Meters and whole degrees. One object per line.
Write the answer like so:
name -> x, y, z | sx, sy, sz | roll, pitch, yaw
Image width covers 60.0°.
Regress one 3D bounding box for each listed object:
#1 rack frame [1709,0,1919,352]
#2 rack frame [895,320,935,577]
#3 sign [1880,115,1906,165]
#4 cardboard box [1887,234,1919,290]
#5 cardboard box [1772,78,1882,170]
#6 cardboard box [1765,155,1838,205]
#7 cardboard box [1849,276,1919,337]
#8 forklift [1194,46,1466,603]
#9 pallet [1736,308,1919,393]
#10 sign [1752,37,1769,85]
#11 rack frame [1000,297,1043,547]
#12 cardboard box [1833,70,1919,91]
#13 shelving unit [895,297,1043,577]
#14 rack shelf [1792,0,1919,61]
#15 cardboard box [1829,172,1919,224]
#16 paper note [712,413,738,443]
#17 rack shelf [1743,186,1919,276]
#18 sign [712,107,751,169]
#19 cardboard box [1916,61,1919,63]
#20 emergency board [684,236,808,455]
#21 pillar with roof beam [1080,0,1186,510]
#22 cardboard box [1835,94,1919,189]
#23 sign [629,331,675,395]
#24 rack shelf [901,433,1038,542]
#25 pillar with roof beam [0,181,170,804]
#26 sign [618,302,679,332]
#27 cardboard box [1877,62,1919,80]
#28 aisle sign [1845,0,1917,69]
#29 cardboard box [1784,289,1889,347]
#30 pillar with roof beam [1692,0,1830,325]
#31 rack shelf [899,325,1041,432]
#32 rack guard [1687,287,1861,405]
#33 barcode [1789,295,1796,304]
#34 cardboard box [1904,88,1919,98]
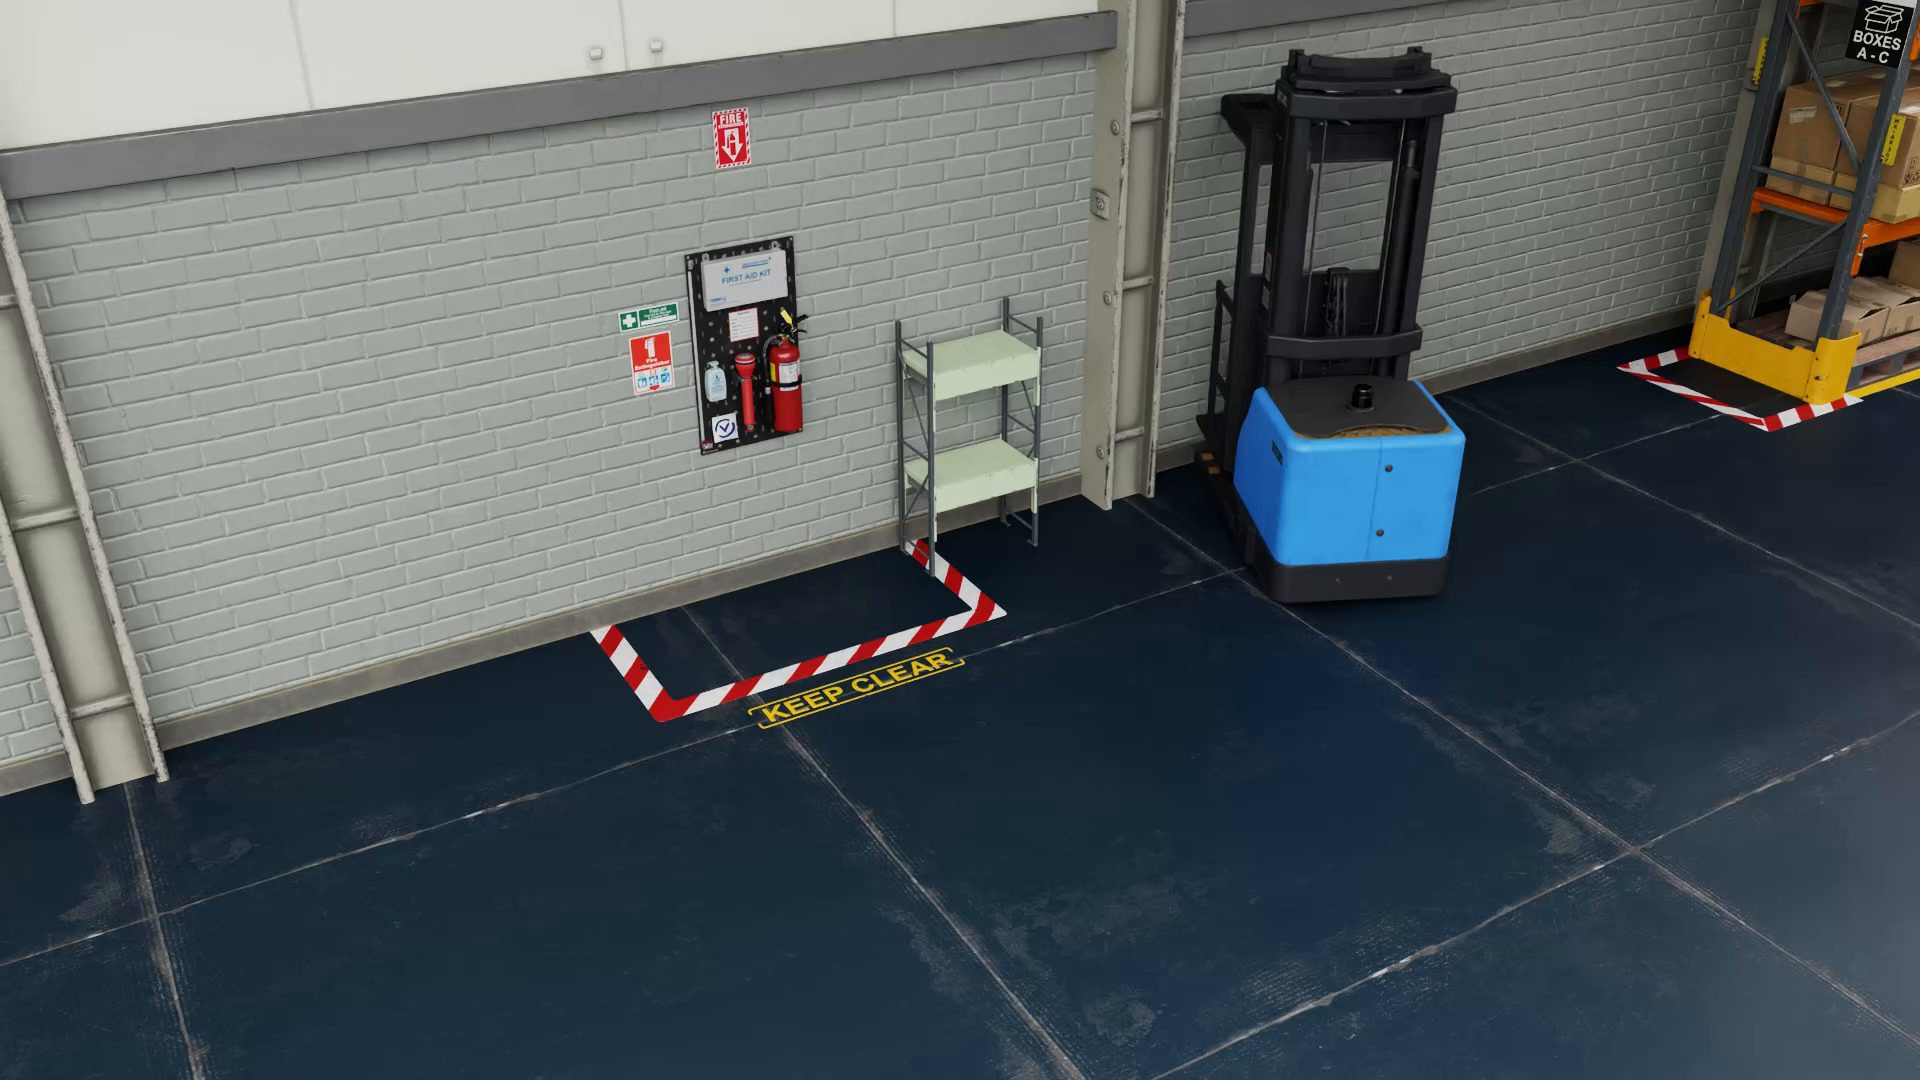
rack frame -> 6.033, -2.553, 11.870 | 0.127, 3.000, 1.000 | -16, 33, -26
rack frame -> -0.261, -0.519, 9.735 | 0.023, 1.500, 0.400 | -16, 33, -27
sign -> 6.308, -2.706, 11.252 | 0.005, 0.325, 0.100 | -16, 33, -26
cardboard box -> 7.825, -2.082, 13.147 | 0.500, 0.500, 0.700 | -18, 34, -29
cardboard box -> 6.332, -3.029, 12.090 | 0.500, 0.500, 0.500 | -16, 33, -27
cardboard box -> 6.338, -2.692, 12.255 | 0.500, 0.250, 0.500 | -15, 32, -26
cardboard box -> 7.167, -1.840, 12.905 | 0.500, 0.311, 0.500 | -13, 31, -22
forklift -> 2.164, -1.607, 10.226 | 1.130, 2.935, 3.031 | -3, 29, -5
pallet -> 6.817, -1.535, 12.911 | 1.213, 0.211, 1.003 | -16, 33, -26
sign -> 5.769, -3.435, 11.942 | 0.005, 0.325, 0.100 | -16, 33, -26
rack frame -> 0.367, -0.700, 10.065 | 0.023, 1.500, 0.400 | -16, 33, -27
cardboard box -> 6.771, -3.148, 12.306 | 0.500, 0.500, 0.500 | -15, 32, -26
shelving unit -> 0.053, -0.609, 9.900 | 0.755, 1.500, 0.431 | -16, 33, -27
rack shelf -> 7.758, -4.041, 12.206 | 4.000, 0.370, 1.077 | -16, 33, -26
cardboard box -> 6.615, -2.484, 11.878 | 0.500, 0.250, 0.500 | -17, 33, -28
paper note -> -1.312, -0.627, 9.292 | 0.142, 0.148, 0.016 | -16, 33, -26
rack shelf -> 7.758, -2.728, 12.931 | 4.000, 0.370, 1.077 | -16, 33, -26
sign -> -1.182, -2.082, 8.617 | 0.199, 0.298, 0.001 | -16, 33, -26
cardboard box -> 7.649, -3.399, 12.762 | 0.500, 0.500, 0.500 | -15, 32, -26
emergency board -> -1.124, -1.027, 9.105 | 0.643, 1.169, 0.194 | -16, 33, -26
pillar with roof beam -> 3.207, -2.449, 5.473 | 0.400, 9.000, 9.100 | -16, 33, -26
cardboard box -> 6.597, -2.816, 11.705 | 0.500, 0.500, 0.500 | -16, 33, -26
sign -> -1.653, -0.950, 8.929 | 0.234, 0.329, 0.001 | -16, 33, -26
rack shelf -> 0.053, -0.324, 10.058 | 0.720, 0.370, 0.431 | -16, 33, -27
pillar with roof beam -> -1.966, -0.981, 2.812 | 0.400, 9.000, 9.100 | -16, 33, -26
sign -> -1.645, -1.180, 8.796 | 0.331, 0.109, 0.001 | -16, 33, -26
cardboard box -> 7.215, -3.276, 12.538 | 0.500, 0.500, 0.500 | -17, 33, -28
aisle sign -> 6.123, -3.549, 10.984 | 0.004, 0.787, 0.394 | -16, 33, -26
cardboard box -> 6.675, -1.701, 12.653 | 0.500, 0.311, 0.500 | -20, 35, -32
pillar with roof beam -> 8.380, -3.918, 8.135 | 0.400, 9.000, 9.100 | -16, 33, -26
rack shelf -> 0.053, -0.951, 9.712 | 0.720, 0.370, 0.431 | -16, 33, -27
rack guard -> 6.099, -1.477, 12.508 | 0.348, 0.500, 1.175 | -16, 33, -26
barcode -> 6.488, -1.876, 12.960 | 0.075, 0.075, 0.001 | -16, 33, -26
cardboard box -> 7.028, -2.933, 11.917 | 0.500, 0.500, 0.500 | -16, 33, -26
